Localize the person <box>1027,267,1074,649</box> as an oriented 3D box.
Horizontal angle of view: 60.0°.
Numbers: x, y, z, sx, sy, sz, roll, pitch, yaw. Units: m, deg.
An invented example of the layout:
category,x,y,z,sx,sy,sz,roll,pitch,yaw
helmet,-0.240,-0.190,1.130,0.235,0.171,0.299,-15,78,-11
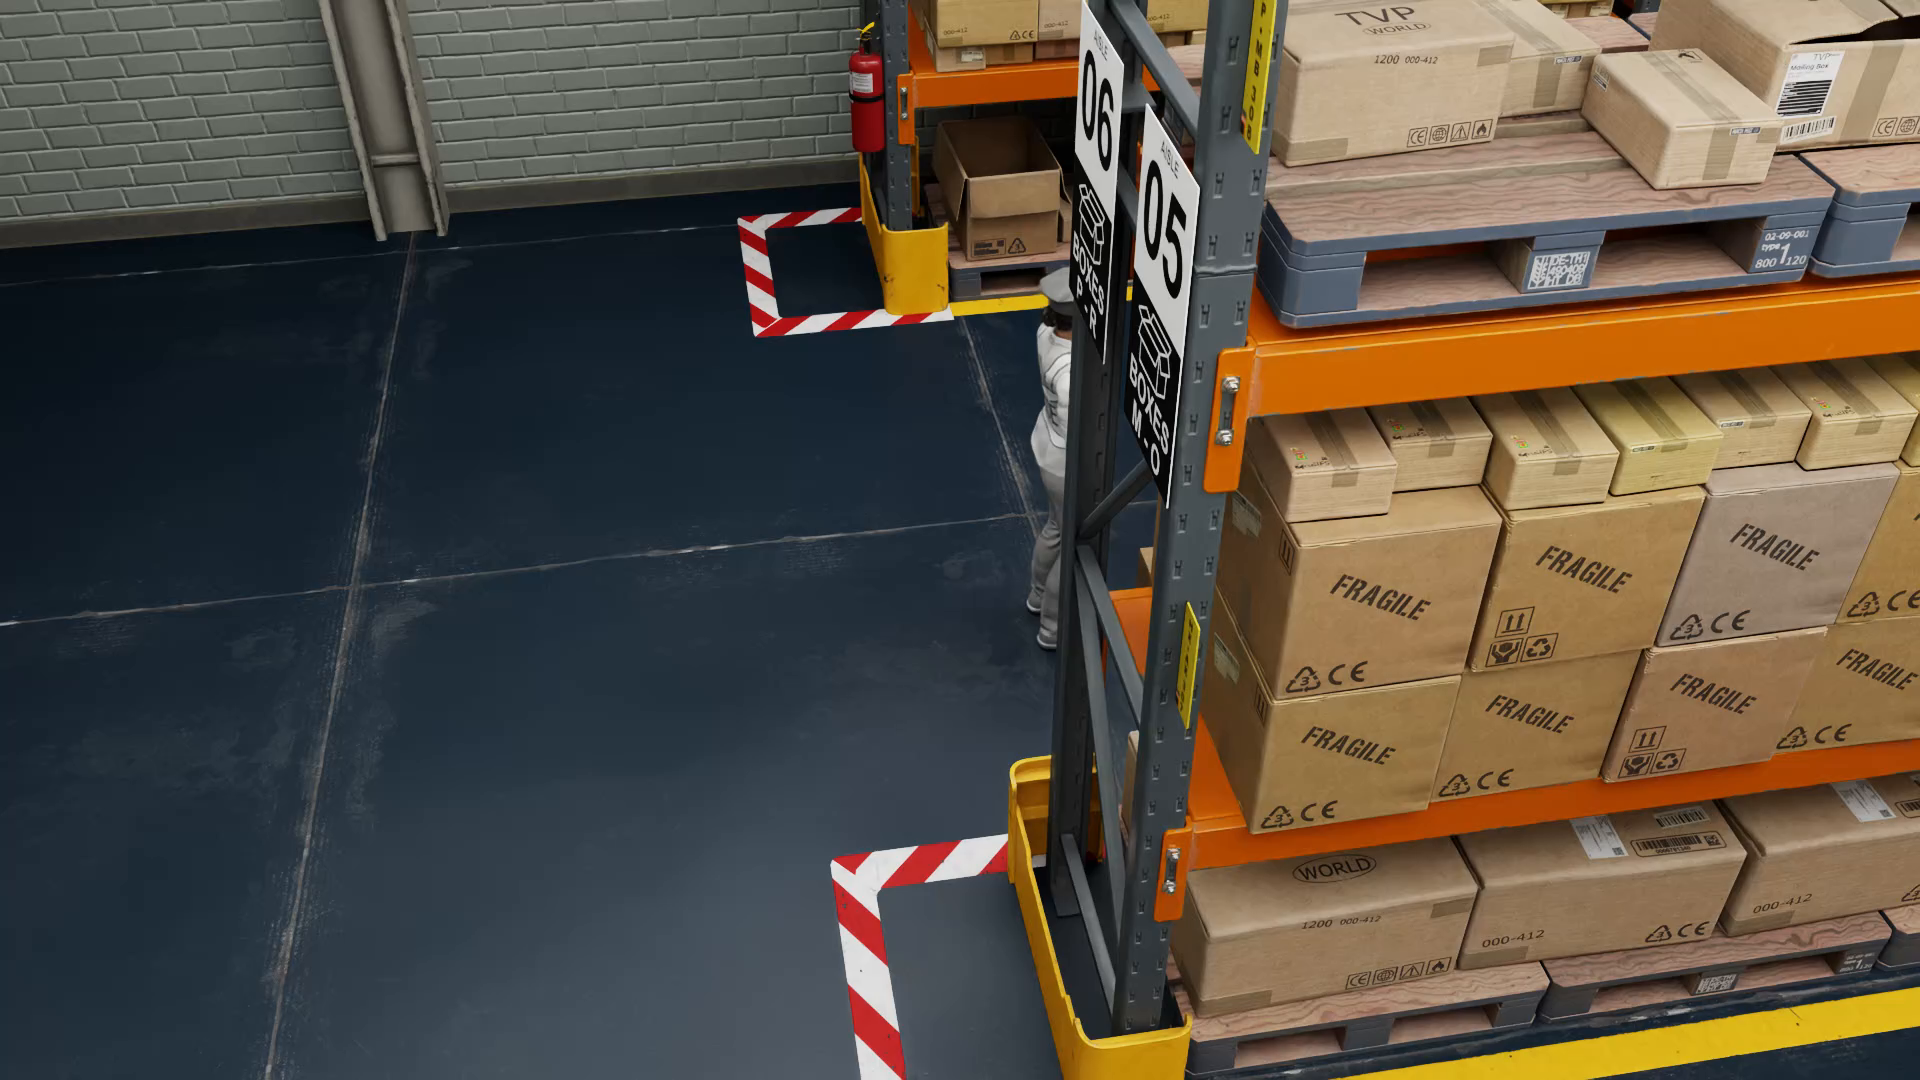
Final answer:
category,x,y,z,sx,sy,sz,roll,pitch,yaw
person,0.445,-0.309,6.540,0.329,1.663,0.469,-6,39,-7
